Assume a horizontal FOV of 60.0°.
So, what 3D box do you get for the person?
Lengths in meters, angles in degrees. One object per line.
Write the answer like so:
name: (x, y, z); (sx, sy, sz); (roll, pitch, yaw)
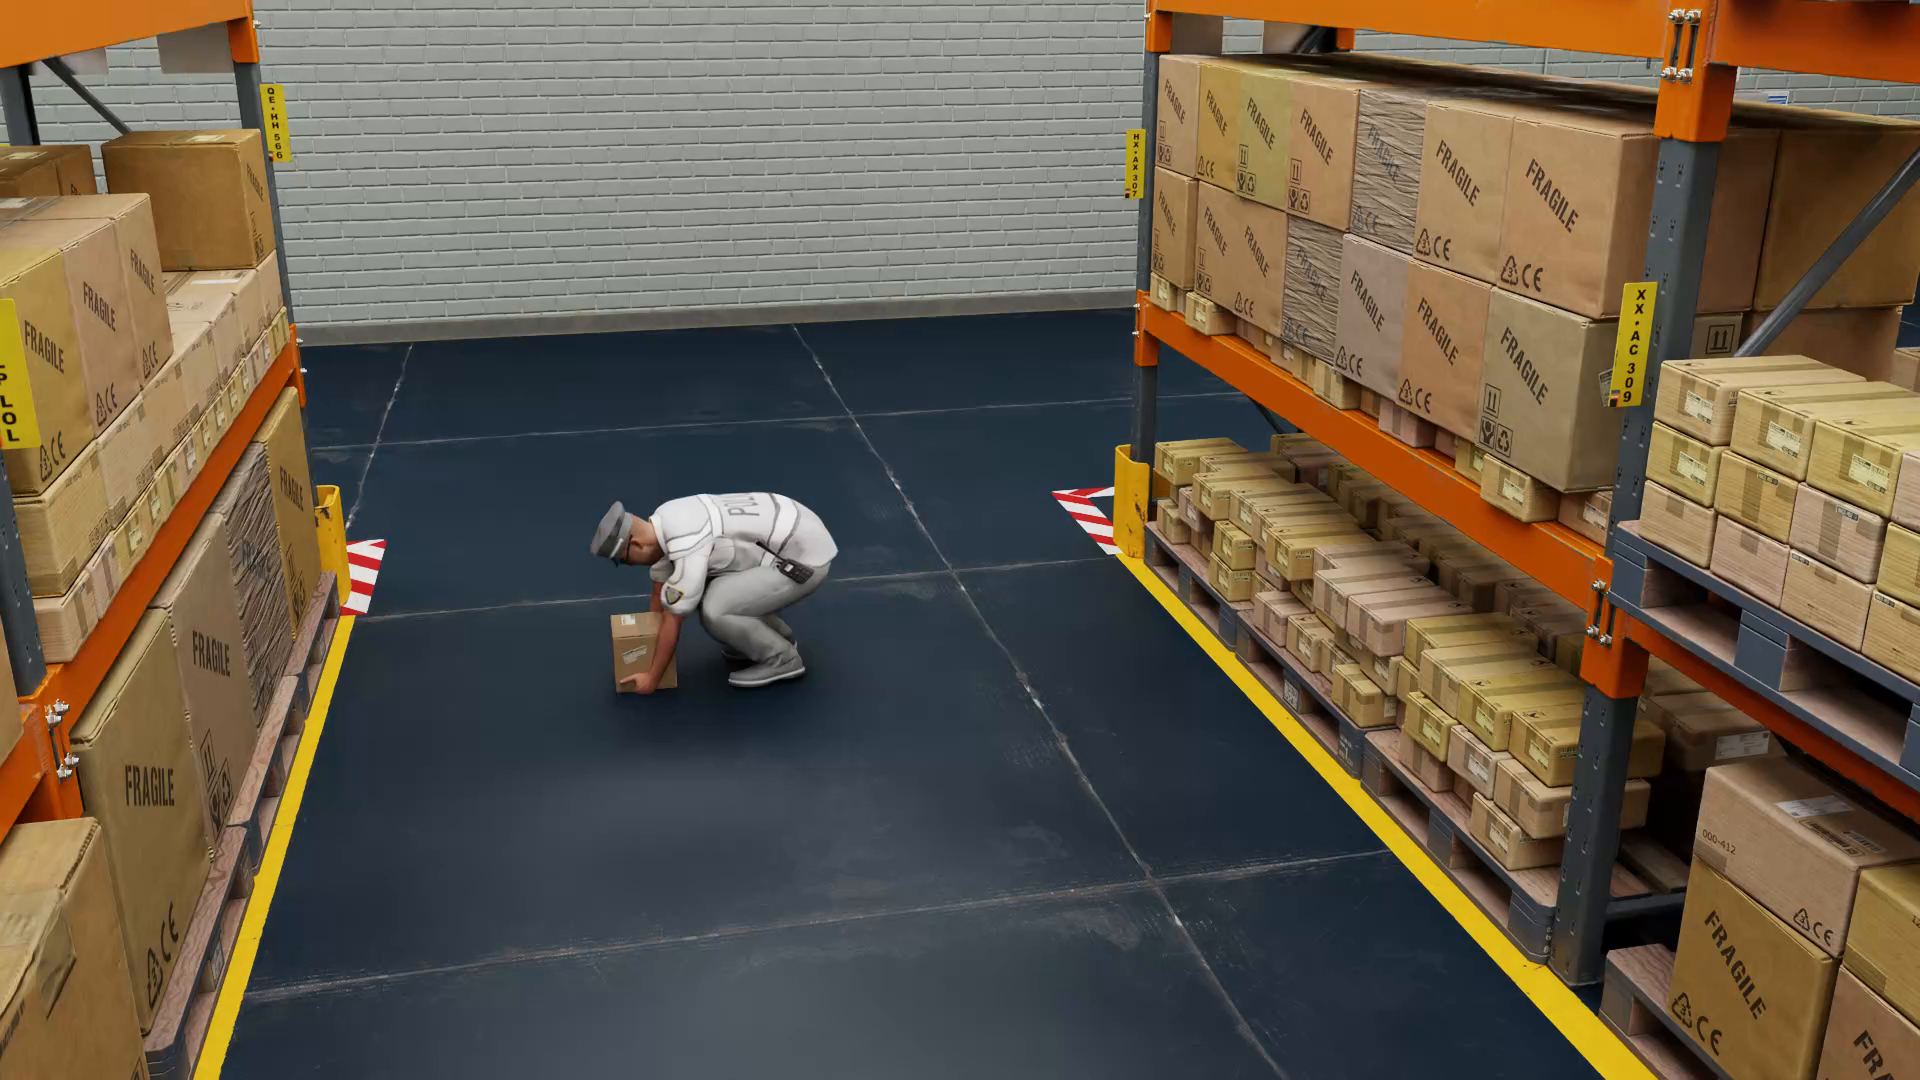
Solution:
person: (-1.023, 0.196, 6.966); (1.020, 0.819, 0.528); (-5, 20, -14)
